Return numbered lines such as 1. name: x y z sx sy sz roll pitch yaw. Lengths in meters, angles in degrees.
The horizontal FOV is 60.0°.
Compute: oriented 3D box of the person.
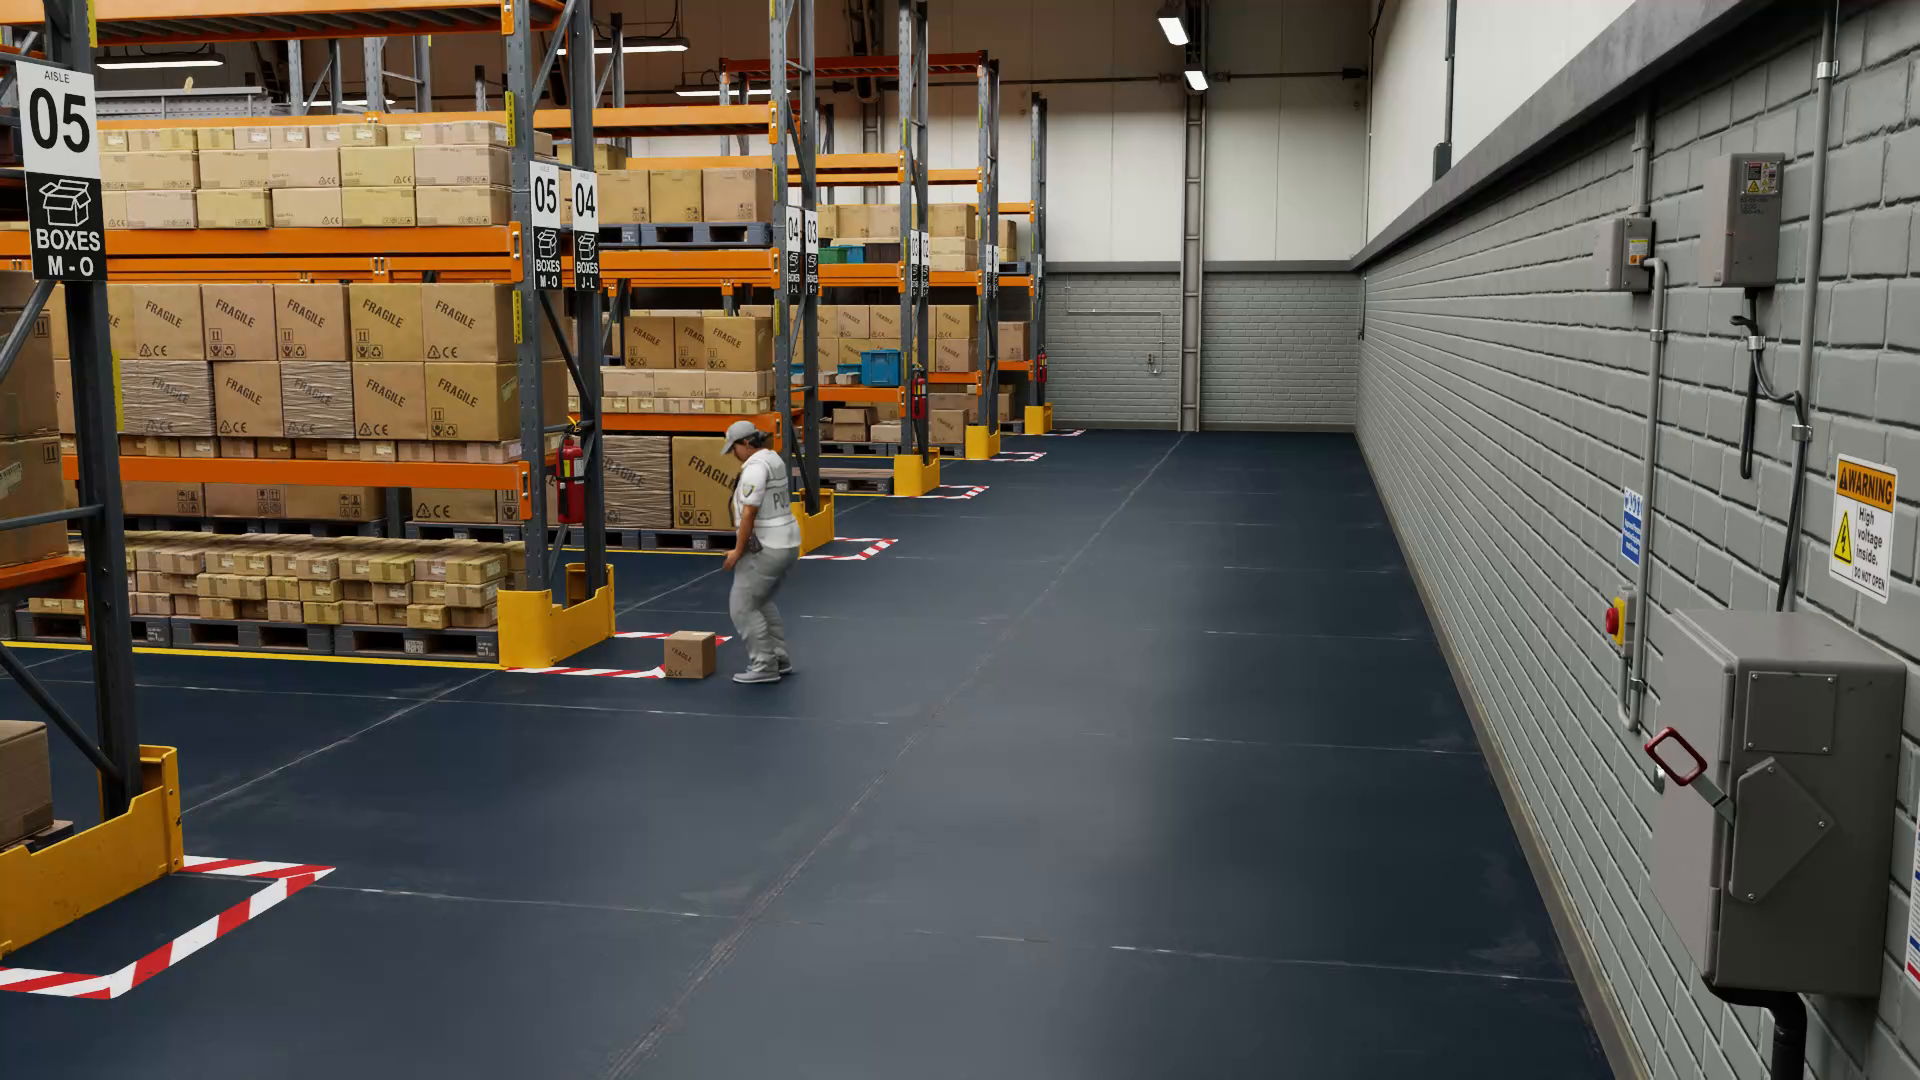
1. person: -1.239 0.074 10.285 0.479 1.621 0.496 2 8 13
